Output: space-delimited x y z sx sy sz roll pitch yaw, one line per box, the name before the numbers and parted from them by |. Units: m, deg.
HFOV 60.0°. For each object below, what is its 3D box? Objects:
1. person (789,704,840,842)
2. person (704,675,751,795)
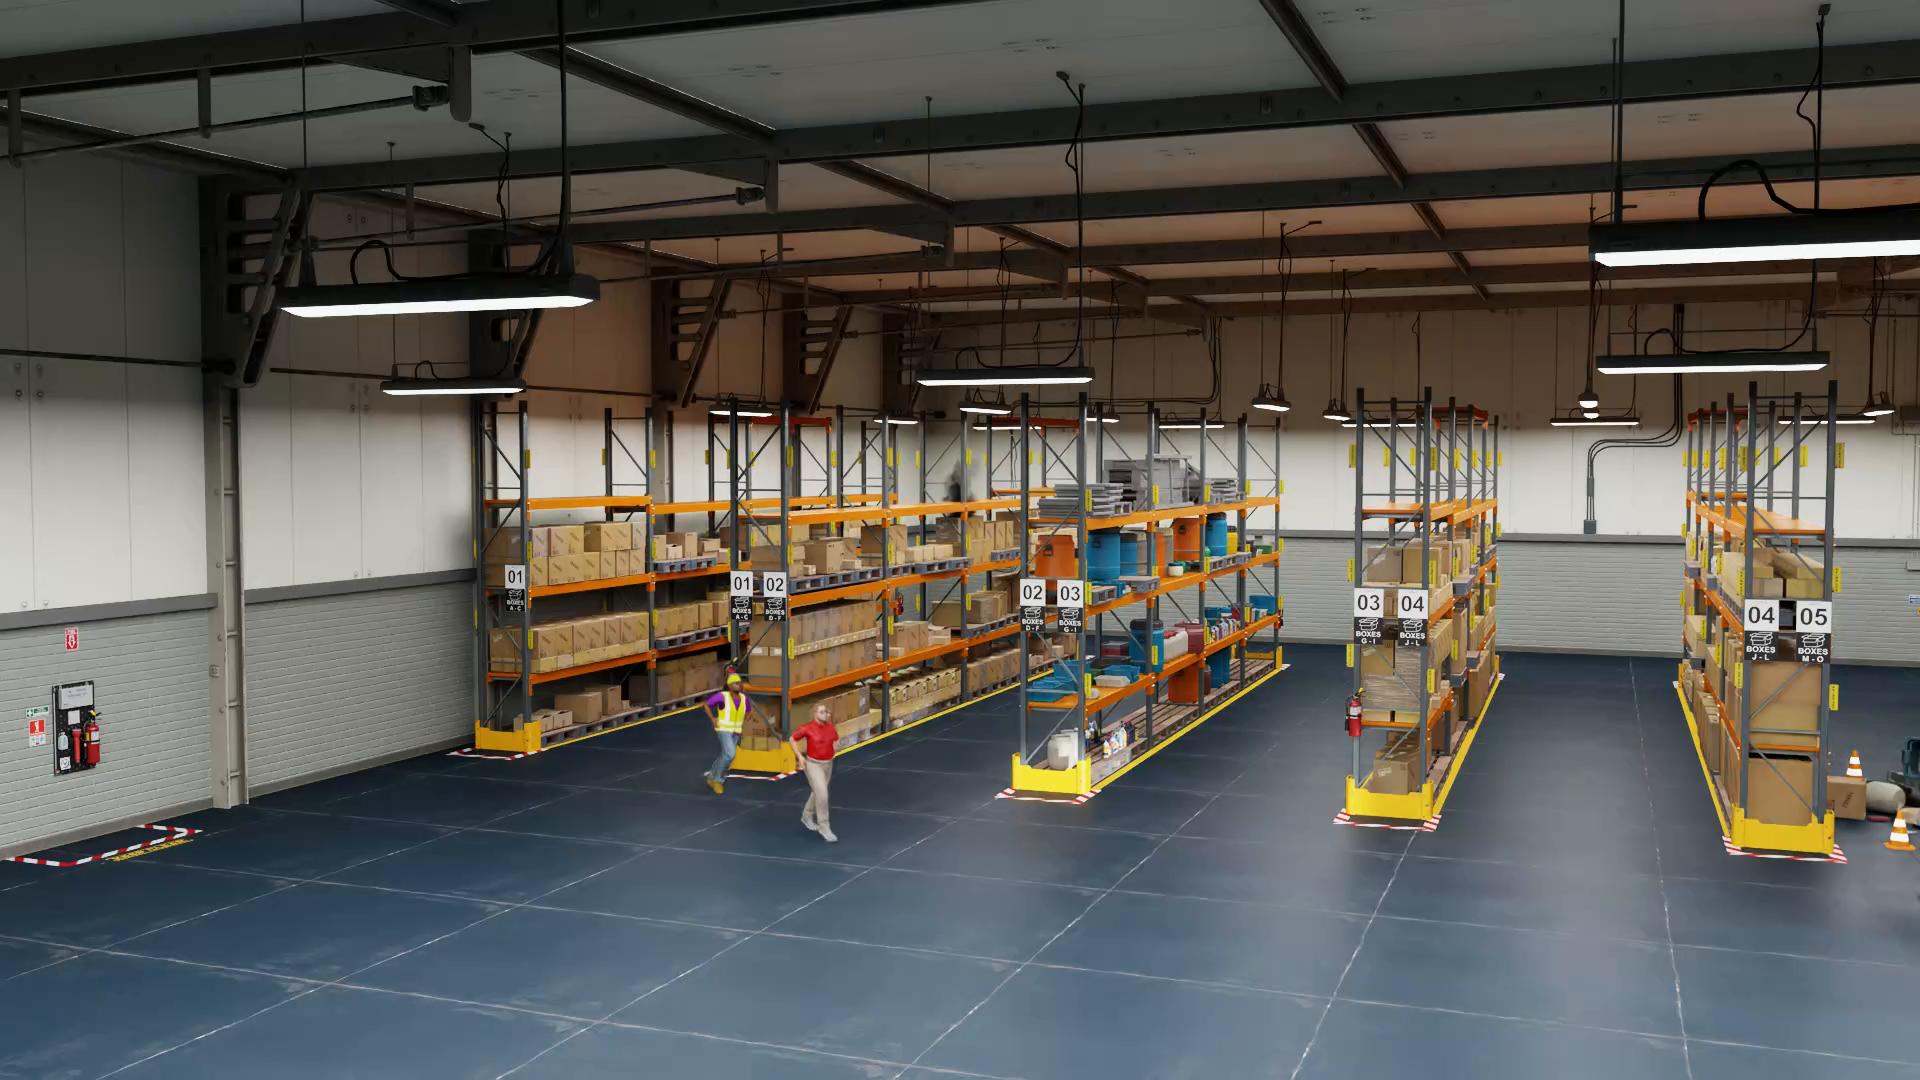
person | -1.861 3.053 22.057 0.818 1.774 0.654 2 4 41
person | -3.473 2.920 25.097 0.702 1.778 0.716 -3 4 -44
